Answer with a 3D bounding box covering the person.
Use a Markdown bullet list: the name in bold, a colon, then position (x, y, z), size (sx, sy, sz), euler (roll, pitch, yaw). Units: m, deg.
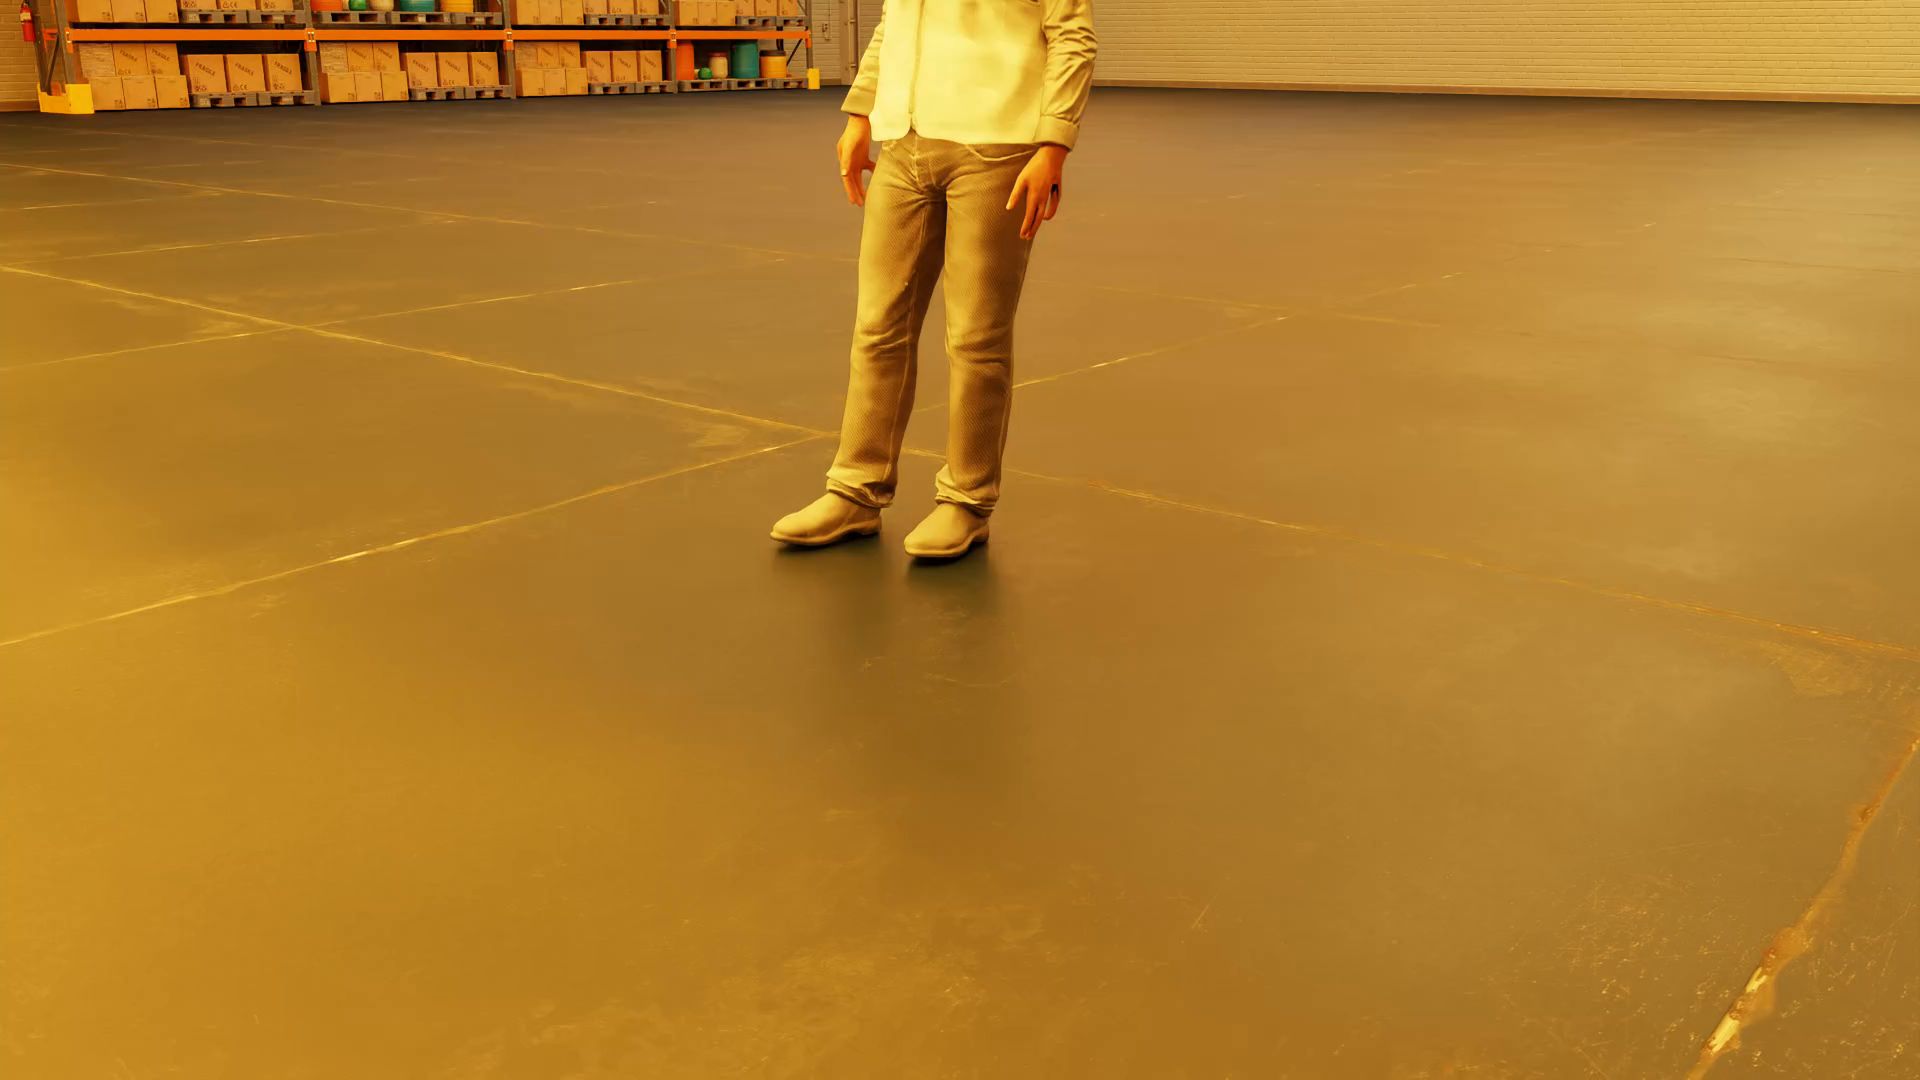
- **person**: position (-0.046, -0.843, 3.640), size (0.634, 1.775, 0.566), euler (13, 21, 37)
